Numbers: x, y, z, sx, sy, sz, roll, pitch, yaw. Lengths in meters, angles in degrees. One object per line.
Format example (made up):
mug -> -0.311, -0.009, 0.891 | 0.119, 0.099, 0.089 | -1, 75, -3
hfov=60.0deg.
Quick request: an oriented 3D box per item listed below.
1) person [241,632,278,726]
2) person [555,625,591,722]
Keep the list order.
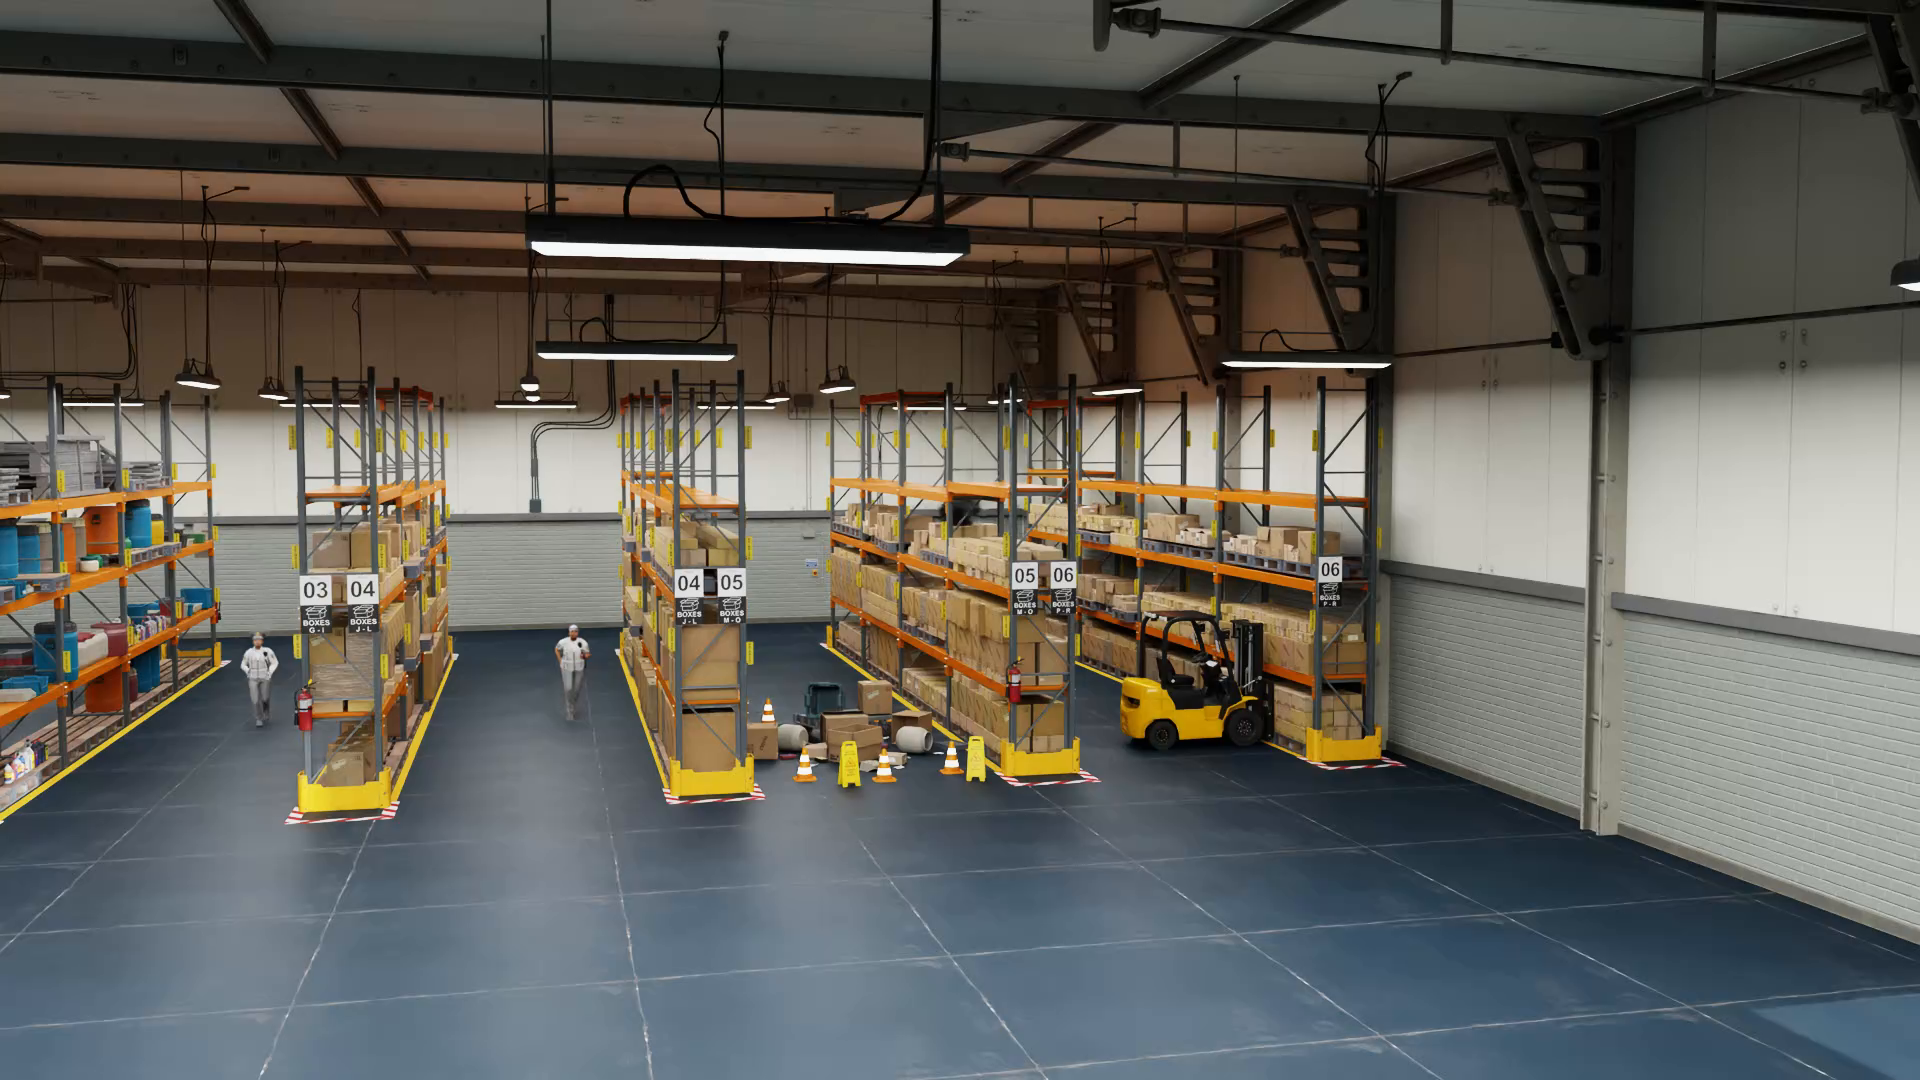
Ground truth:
person -> -12.300, 2.434, 29.150 | 0.581, 1.651, 0.560 | -1, 4, -18
person -> -6.981, 2.383, 30.040 | 0.593, 1.724, 0.815 | -1, 4, -23
